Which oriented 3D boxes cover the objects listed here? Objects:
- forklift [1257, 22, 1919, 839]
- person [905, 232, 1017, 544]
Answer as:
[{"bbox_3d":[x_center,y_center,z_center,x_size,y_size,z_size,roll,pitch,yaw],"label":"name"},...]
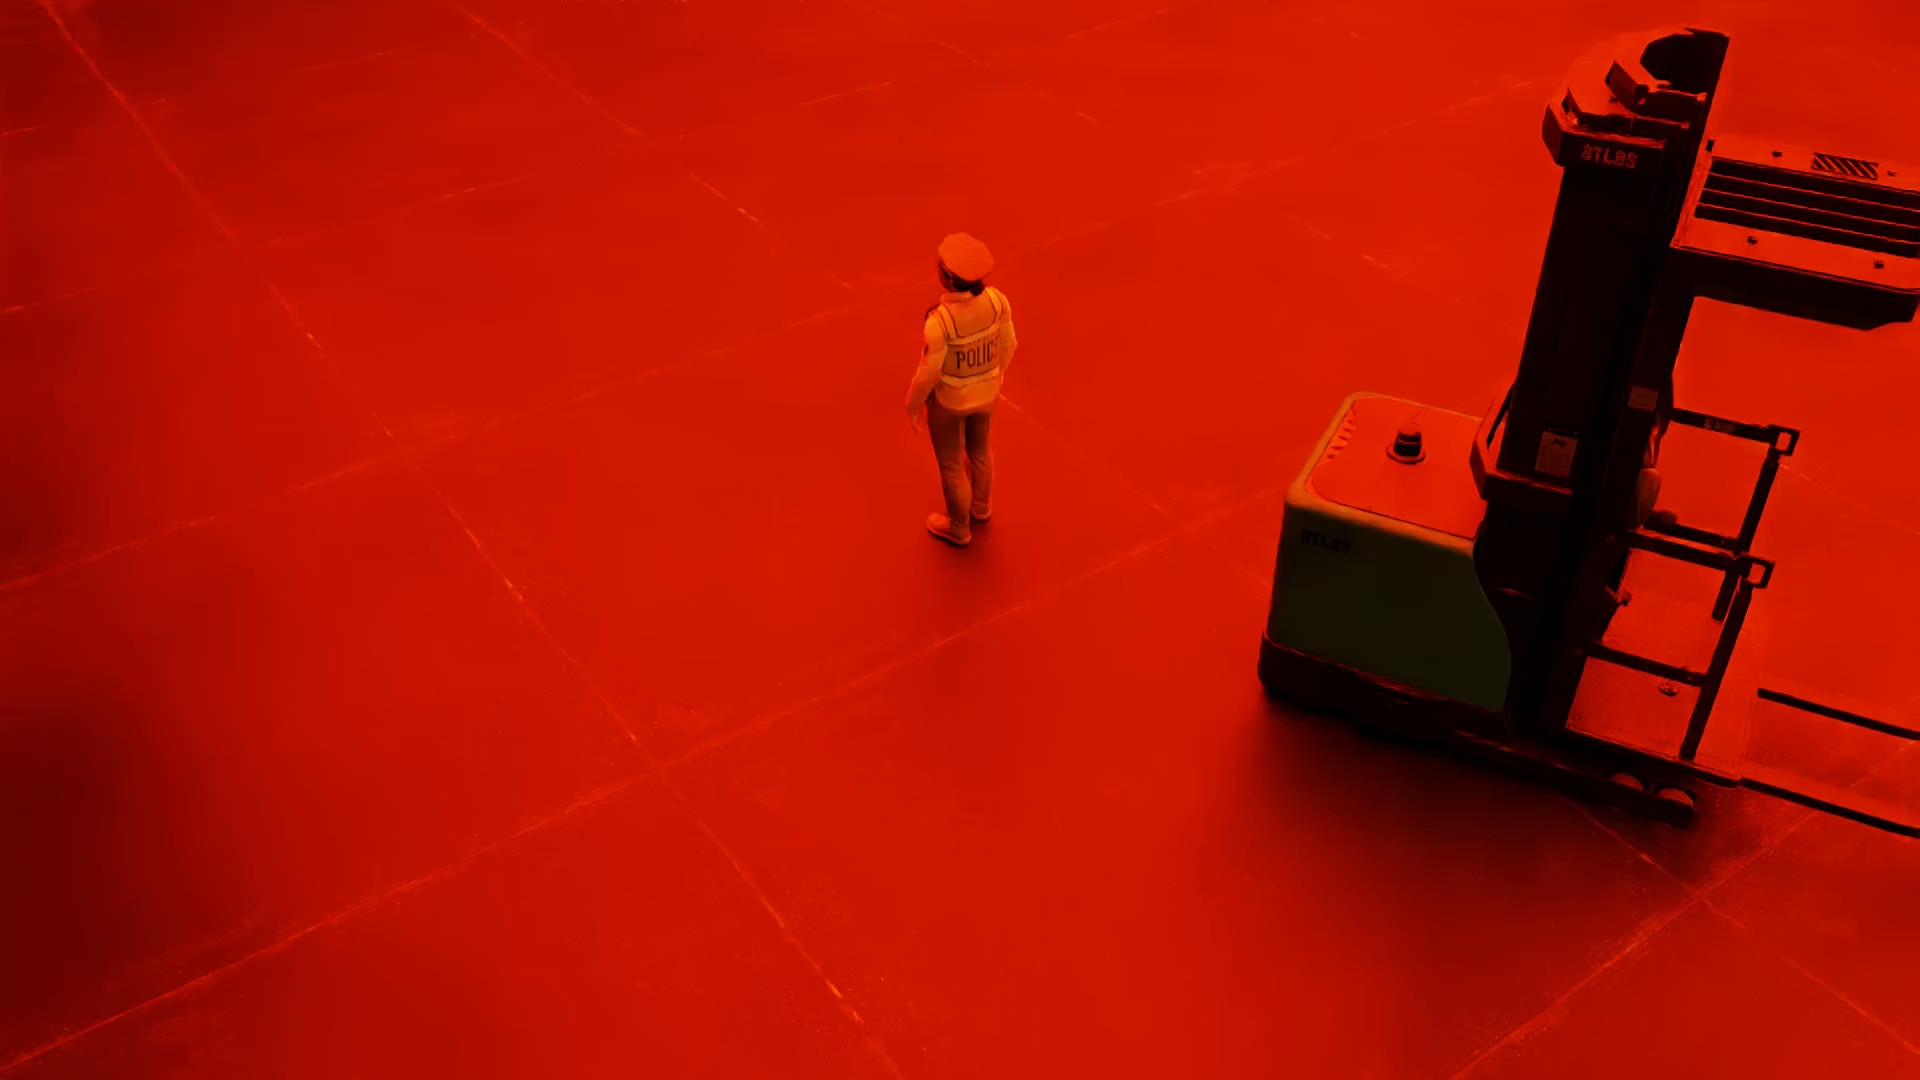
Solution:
[{"bbox_3d":[2.886,-0.359,6.430,3.031,2.935,1.130,17,40,21],"label":"forklift"},{"bbox_3d":[-0.033,-0.723,7.949,0.586,1.695,0.532,-23,42,-28],"label":"person"}]
